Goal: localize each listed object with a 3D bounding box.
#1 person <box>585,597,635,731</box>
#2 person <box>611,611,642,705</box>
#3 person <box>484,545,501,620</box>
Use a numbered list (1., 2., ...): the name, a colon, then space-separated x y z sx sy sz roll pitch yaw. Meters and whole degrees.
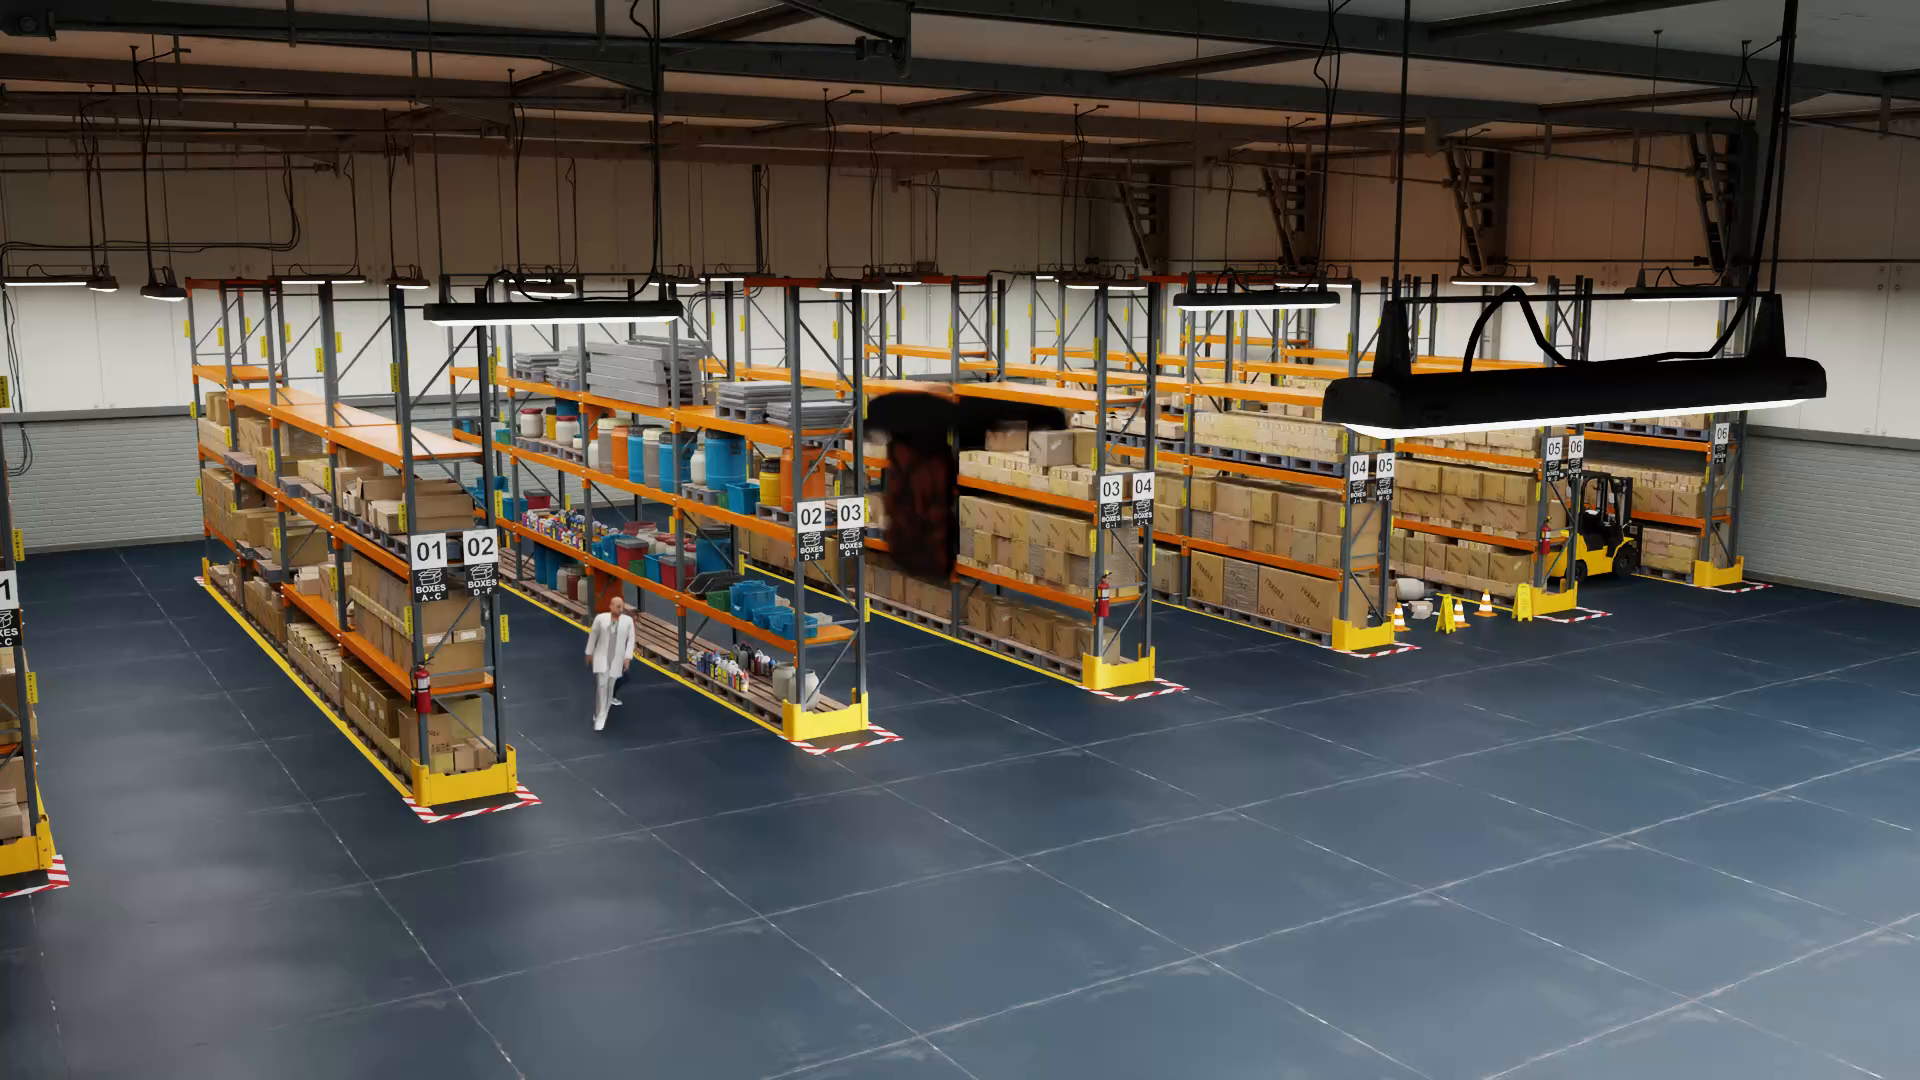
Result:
1. person: -4.786 1.663 22.855 0.676 1.771 0.692 -3 10 -19
2. person: -4.905 1.697 23.748 0.761 1.409 0.564 5 11 29
3. person: -8.423 0.660 29.670 0.456 1.505 0.788 -6 11 -32
